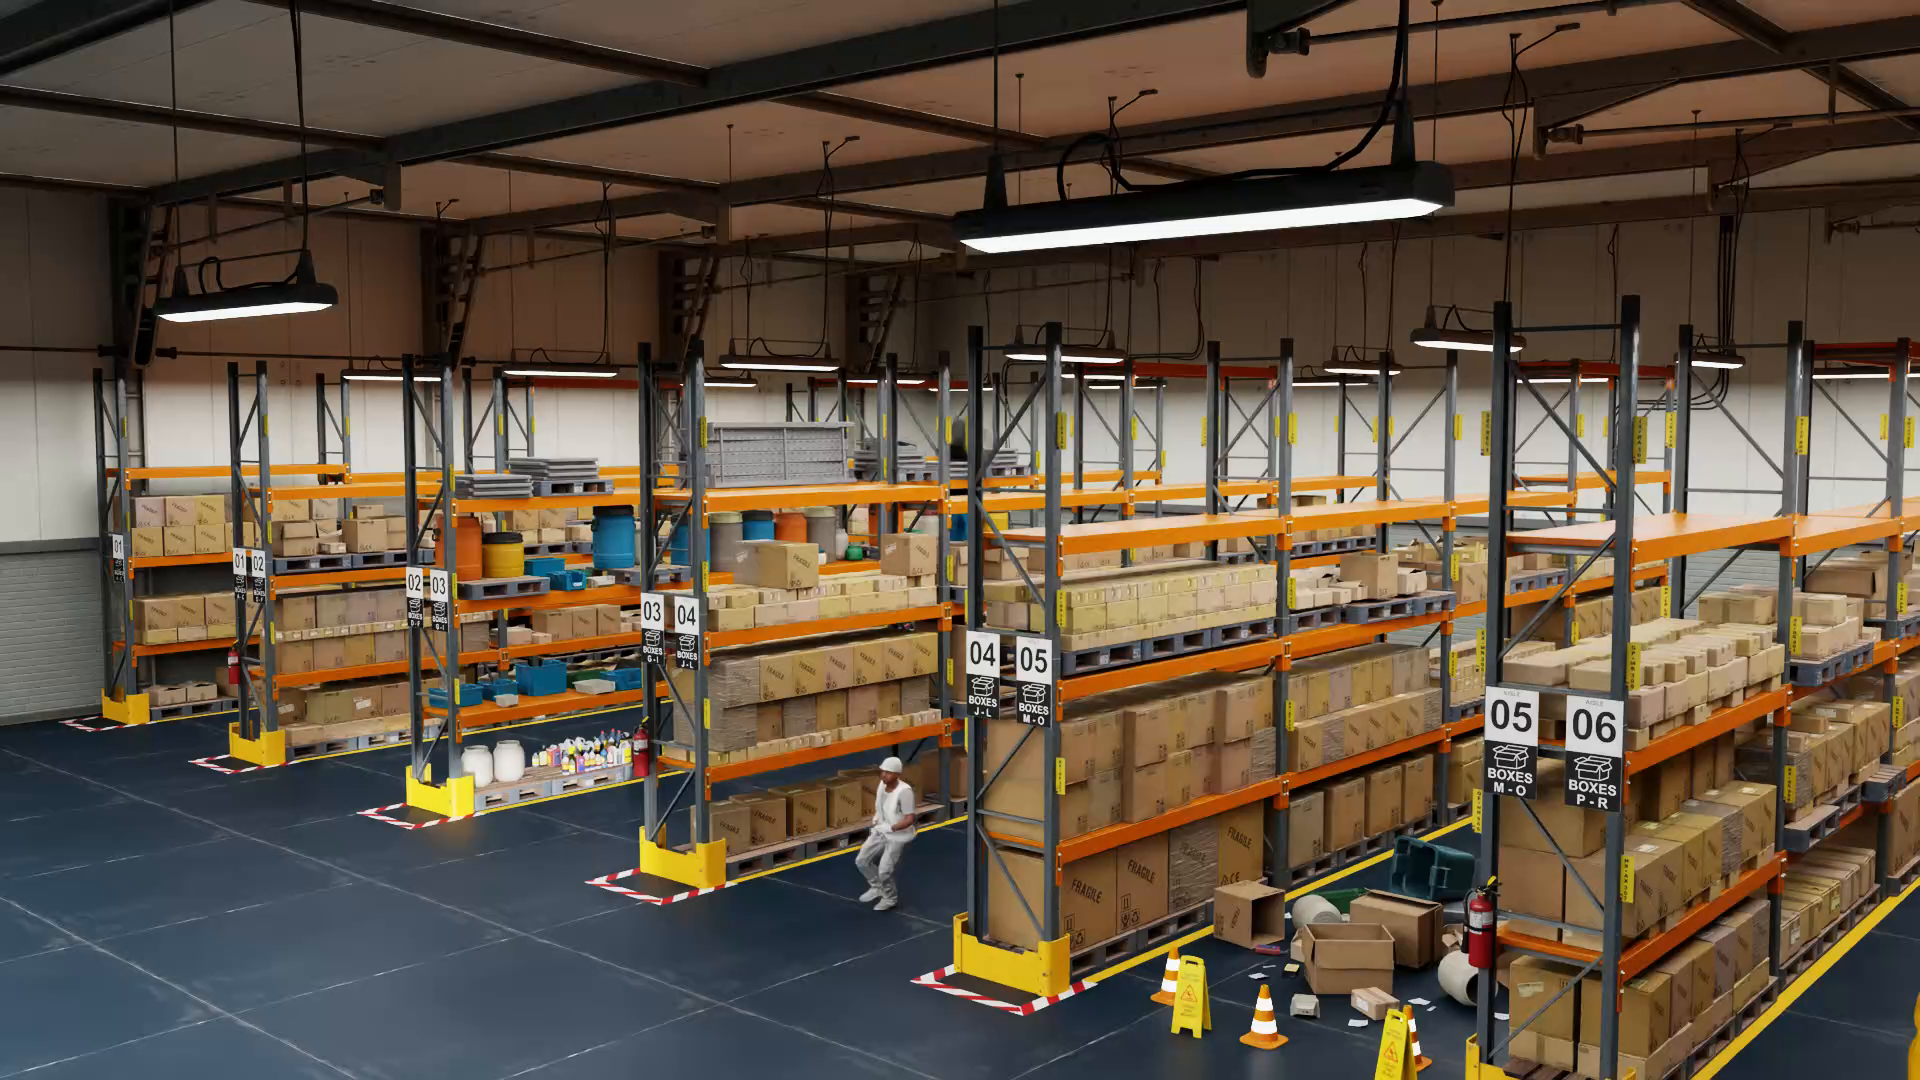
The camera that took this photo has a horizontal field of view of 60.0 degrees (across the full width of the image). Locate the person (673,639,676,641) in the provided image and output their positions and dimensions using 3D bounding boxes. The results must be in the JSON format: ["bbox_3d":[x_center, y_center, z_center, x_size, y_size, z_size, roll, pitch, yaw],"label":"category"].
[{"bbox_3d":[-5.699,1.743,34.618,0.697,1.787,0.720,3,5,32],"label":"person"}]

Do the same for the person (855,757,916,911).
[{"bbox_3d":[-0.792,3.066,17.269,0.880,1.670,0.674,4,6,42],"label":"person"}]
